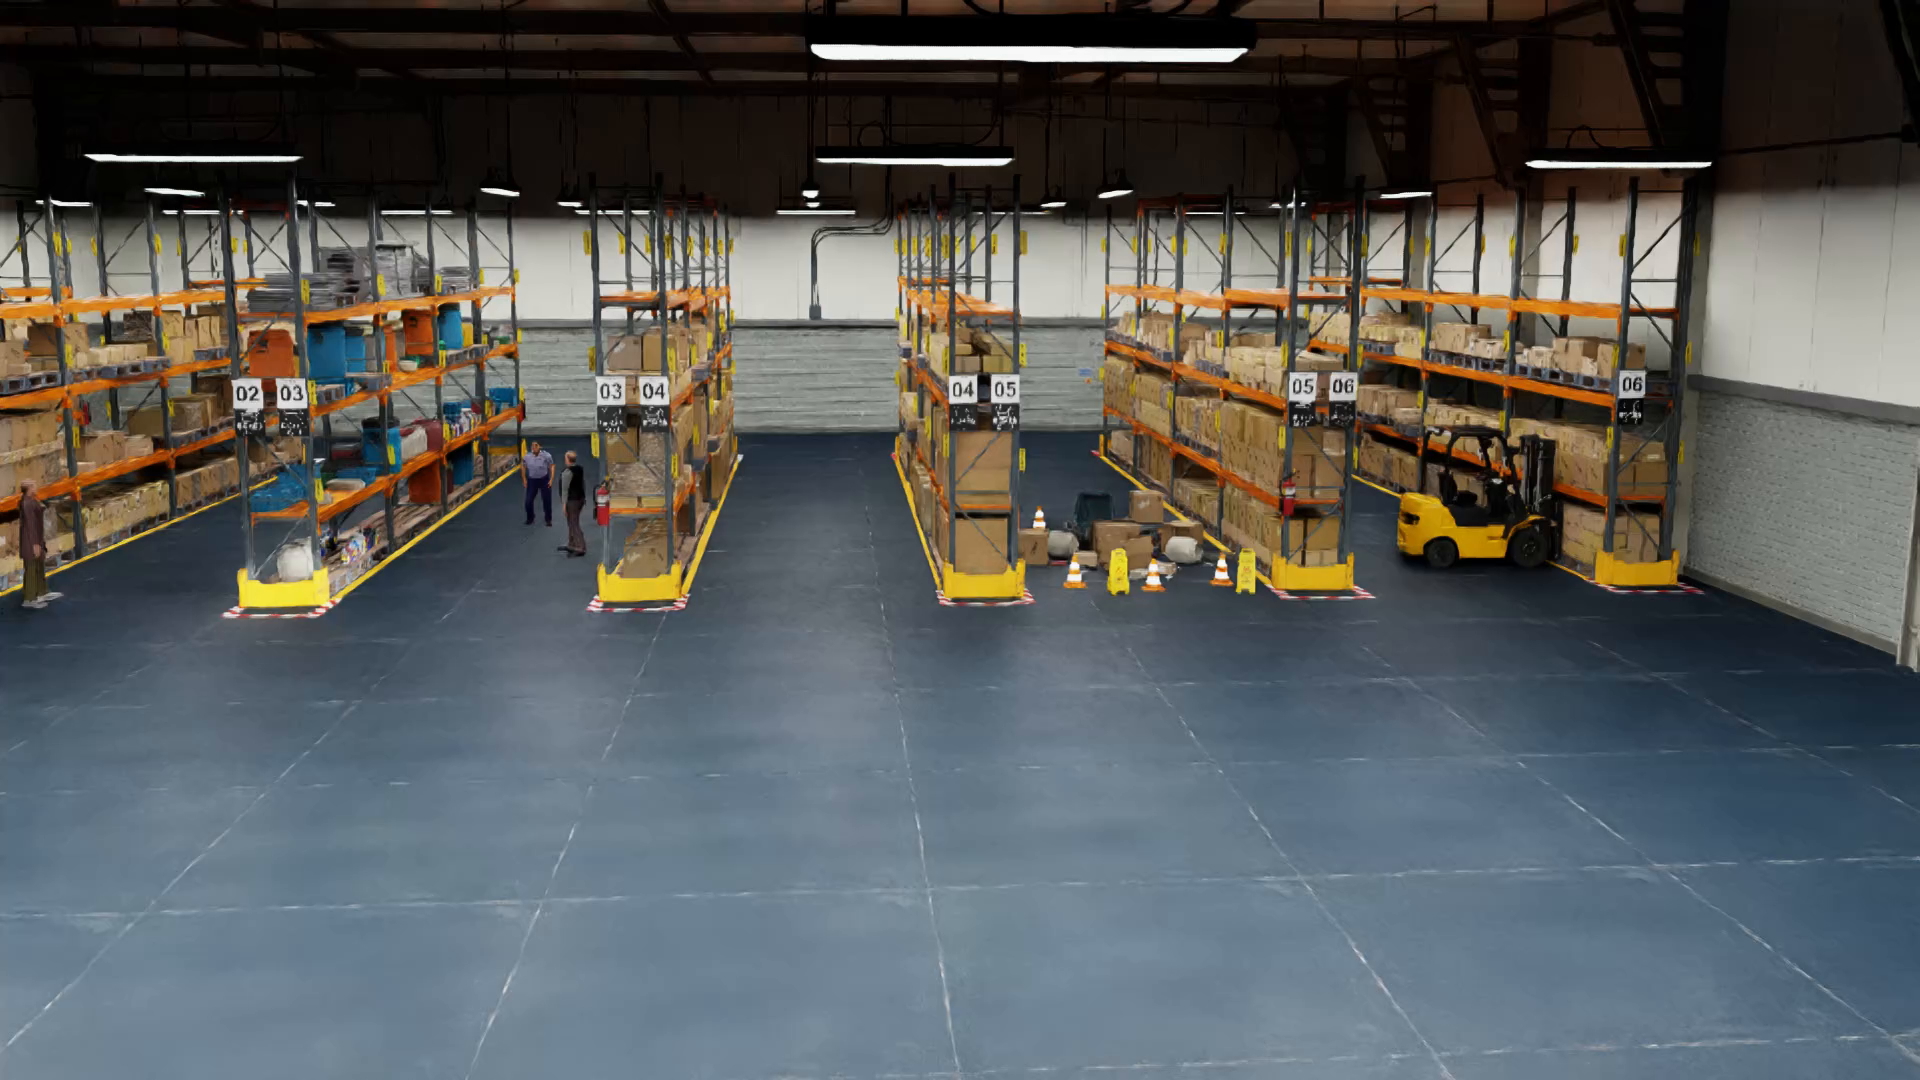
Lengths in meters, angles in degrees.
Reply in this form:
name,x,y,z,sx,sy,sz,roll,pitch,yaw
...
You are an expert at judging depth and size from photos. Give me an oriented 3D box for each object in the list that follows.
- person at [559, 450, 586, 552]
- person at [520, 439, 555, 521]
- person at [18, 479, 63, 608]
name,x,y,z,sx,sy,sz,roll,pitch,yaw
person,-6.311,-0.646,27.237,0.464,1.648,0.725,2,10,12
person,-7.616,-1.067,30.022,0.625,1.527,0.503,-1,10,-6
person,-12.948,0.023,23.336,0.517,1.790,0.652,-6,12,-31
